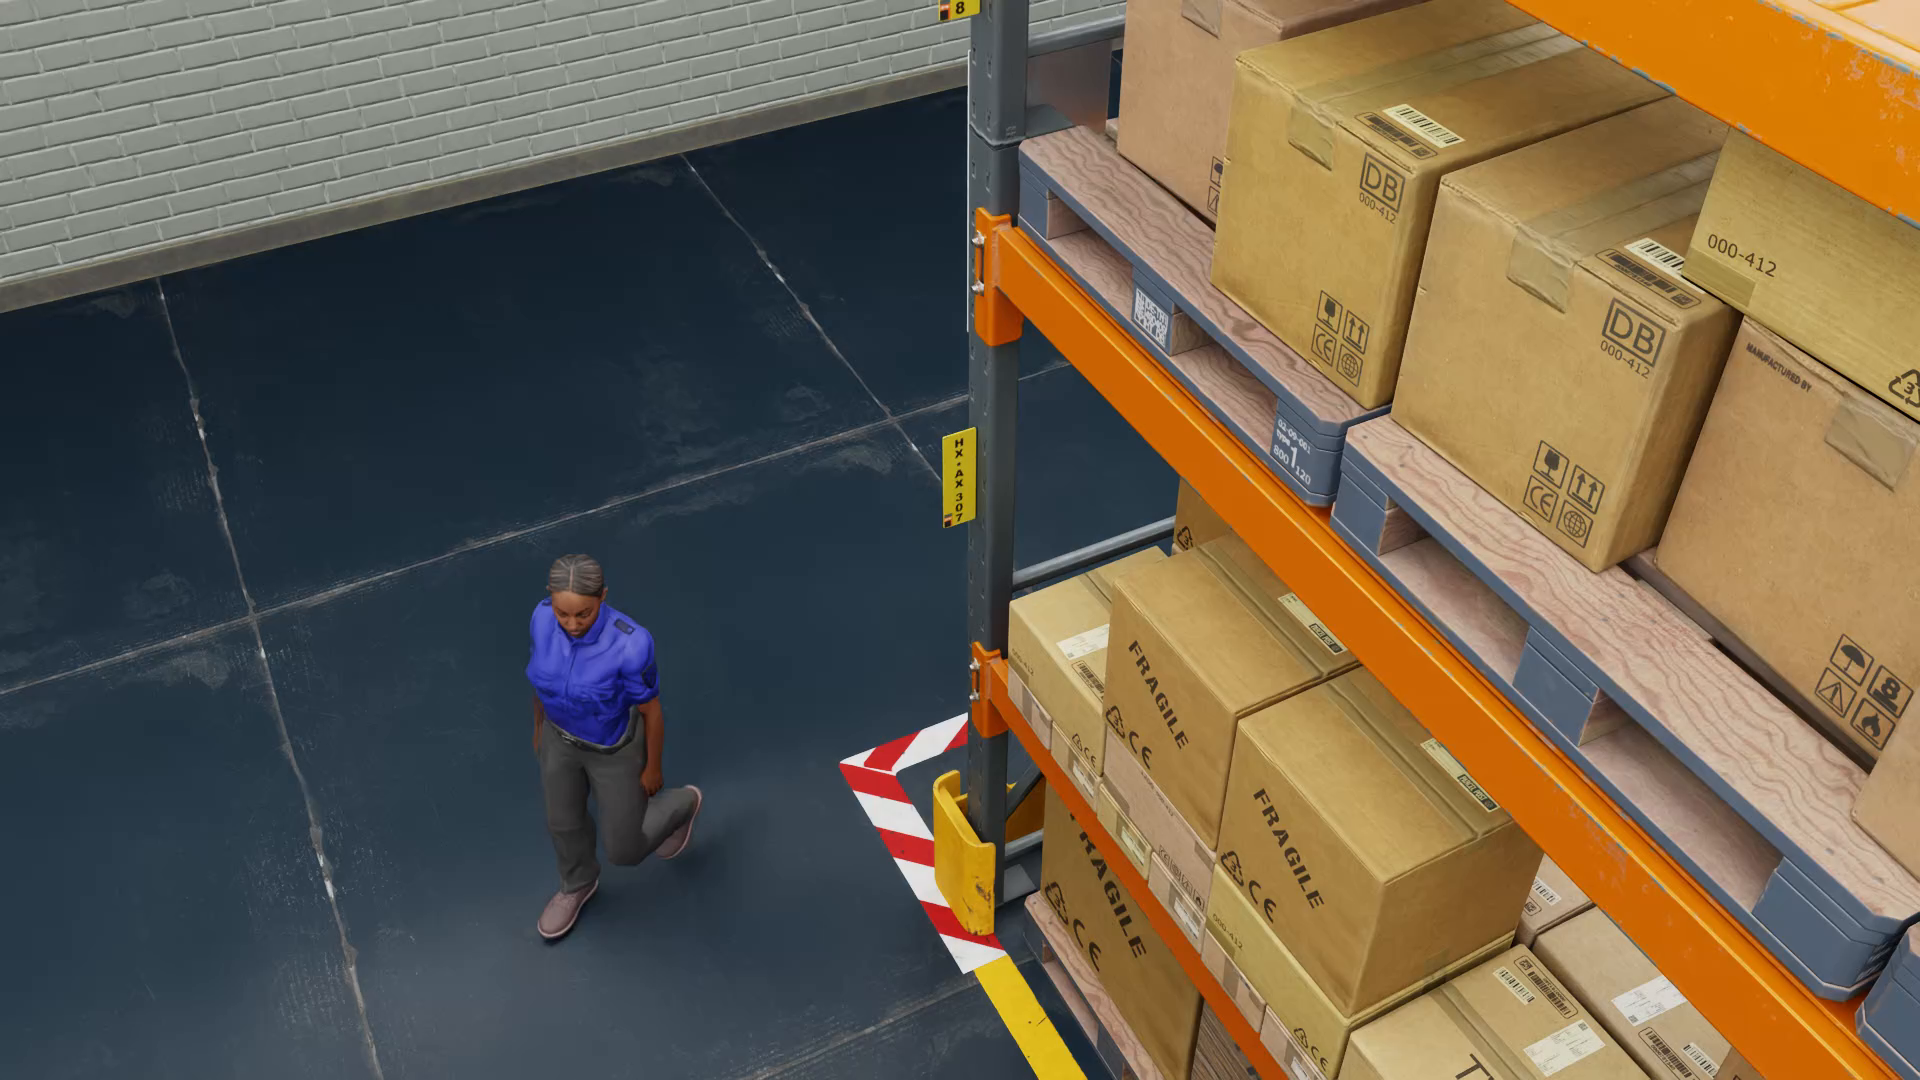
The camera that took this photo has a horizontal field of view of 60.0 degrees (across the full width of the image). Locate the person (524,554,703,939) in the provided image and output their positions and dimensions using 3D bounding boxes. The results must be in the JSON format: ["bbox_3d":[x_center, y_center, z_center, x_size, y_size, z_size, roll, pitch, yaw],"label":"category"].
[{"bbox_3d":[-1.170,0.642,5.423,0.511,1.639,0.642,19,45,20],"label":"person"}]
